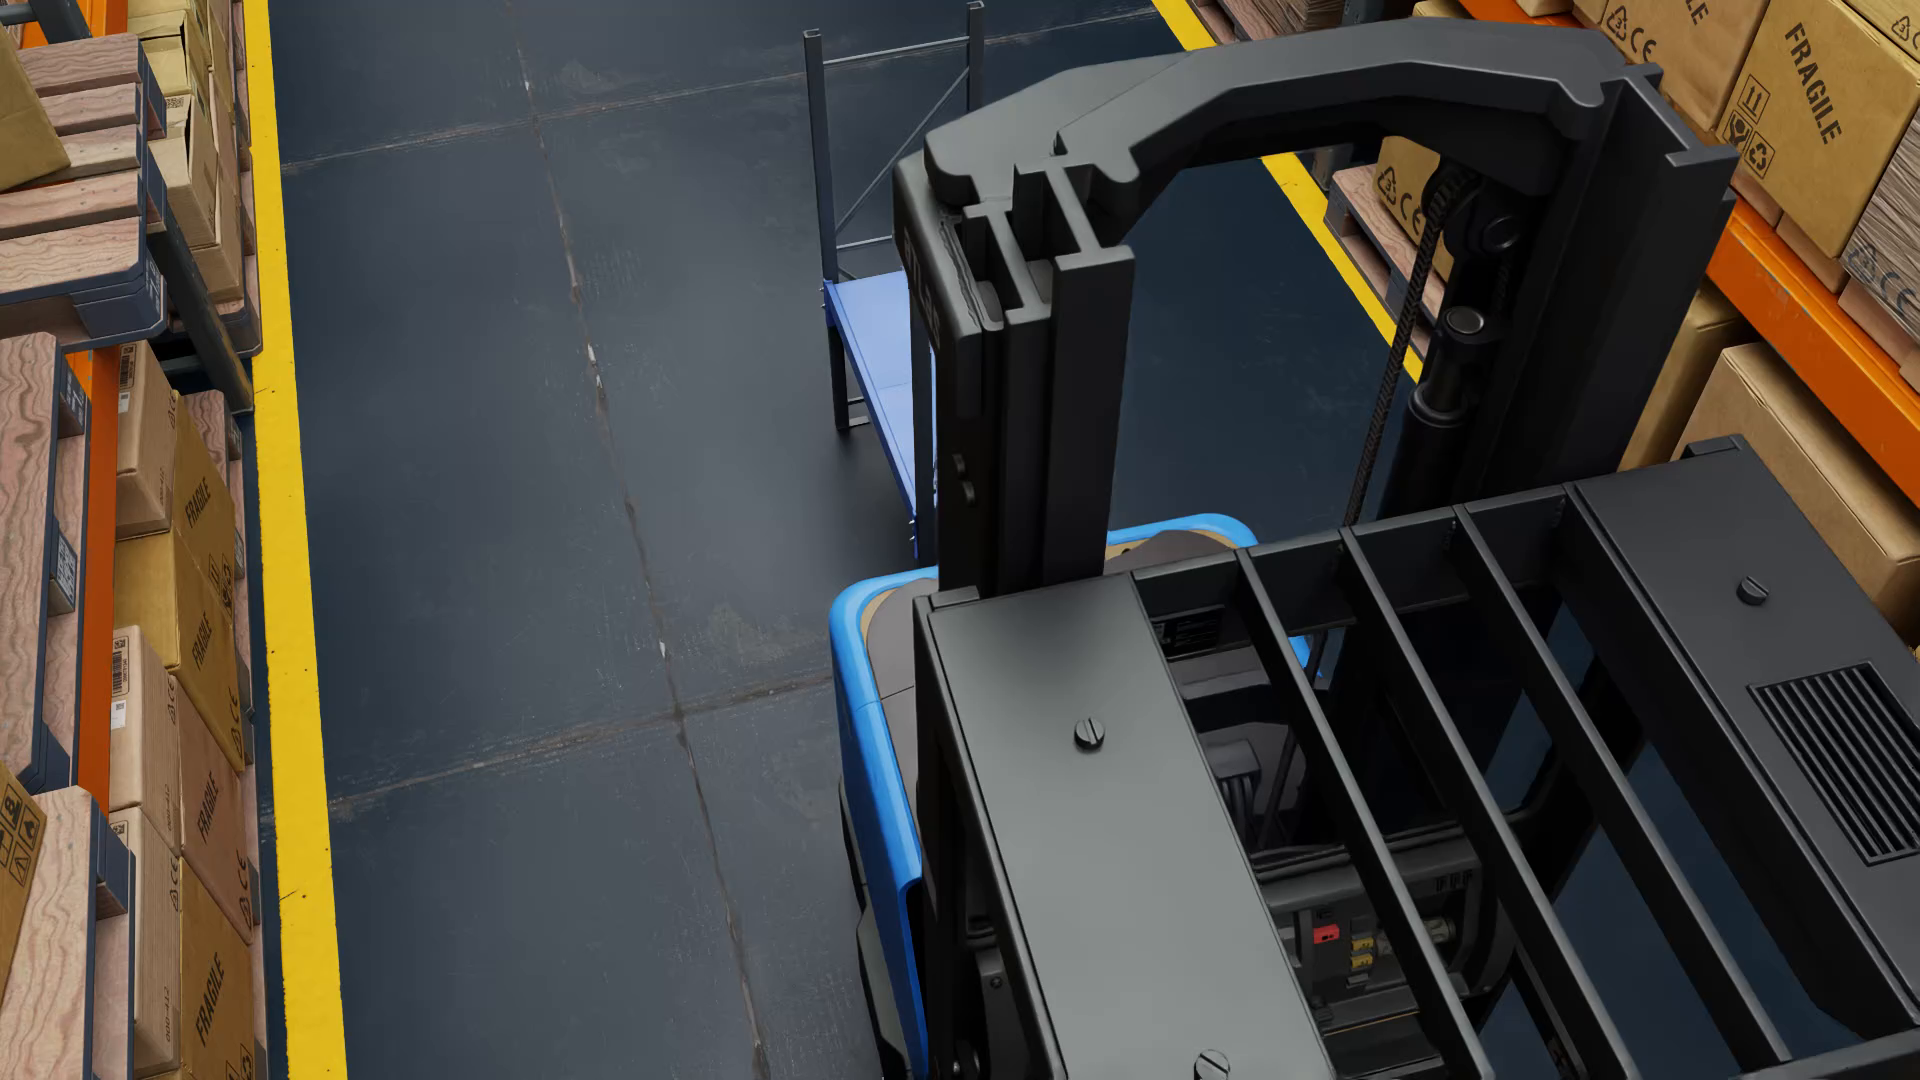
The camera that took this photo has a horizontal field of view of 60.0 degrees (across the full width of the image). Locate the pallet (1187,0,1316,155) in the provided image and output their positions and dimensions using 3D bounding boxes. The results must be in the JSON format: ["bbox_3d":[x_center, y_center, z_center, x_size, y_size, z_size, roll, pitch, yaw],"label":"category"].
[{"bbox_3d":[1.625,-2.123,6.901,1.003,0.211,1.213,-13,51,-11],"label":"pallet"}]

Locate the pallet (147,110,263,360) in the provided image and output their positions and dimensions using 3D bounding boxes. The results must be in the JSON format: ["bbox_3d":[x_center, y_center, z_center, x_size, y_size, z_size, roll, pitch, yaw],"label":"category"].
[{"bbox_3d":[-3.083,-1.039,5.988,1.003,0.211,1.213,-13,51,-11],"label":"pallet"}]

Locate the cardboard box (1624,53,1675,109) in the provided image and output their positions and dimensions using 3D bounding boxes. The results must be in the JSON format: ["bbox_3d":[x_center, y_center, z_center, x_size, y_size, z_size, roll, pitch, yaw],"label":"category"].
[{"bbox_3d":[2.072,-1.340,4.569,0.380,0.149,0.250,-12,51,-10],"label":"cardboard box"}]

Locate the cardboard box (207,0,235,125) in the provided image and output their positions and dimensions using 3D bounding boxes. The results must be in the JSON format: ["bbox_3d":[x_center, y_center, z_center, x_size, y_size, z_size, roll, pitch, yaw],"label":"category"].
[{"bbox_3d":[-3.060,-1.771,6.305,0.500,0.250,0.500,-15,51,-12],"label":"cardboard box"}]

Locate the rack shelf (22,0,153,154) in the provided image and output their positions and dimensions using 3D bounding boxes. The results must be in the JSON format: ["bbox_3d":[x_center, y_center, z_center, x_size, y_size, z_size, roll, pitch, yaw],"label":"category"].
[{"bbox_3d":[-3.468,-2.556,5.914,1.077,0.370,4.000,-13,51,-11],"label":"rack shelf"}]

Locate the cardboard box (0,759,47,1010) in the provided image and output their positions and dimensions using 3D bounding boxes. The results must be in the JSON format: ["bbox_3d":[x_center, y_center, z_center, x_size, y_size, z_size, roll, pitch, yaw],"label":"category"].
[{"bbox_3d":[-1.884,0.542,2.491,0.700,0.500,0.500,-6,50,-5],"label":"cardboard box"}]

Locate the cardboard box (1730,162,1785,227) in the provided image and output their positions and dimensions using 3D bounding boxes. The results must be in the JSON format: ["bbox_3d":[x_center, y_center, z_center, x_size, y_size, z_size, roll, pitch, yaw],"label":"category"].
[{"bbox_3d":[2.194,-0.965,4.253,0.380,0.149,0.250,-13,51,-11],"label":"cardboard box"}]

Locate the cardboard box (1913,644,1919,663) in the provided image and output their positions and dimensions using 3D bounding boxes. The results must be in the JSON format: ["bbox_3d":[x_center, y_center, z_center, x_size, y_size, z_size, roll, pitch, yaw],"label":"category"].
[{"bbox_3d":[2.721,0.583,3.928,0.750,0.750,0.750,-13,51,-11],"label":"cardboard box"}]

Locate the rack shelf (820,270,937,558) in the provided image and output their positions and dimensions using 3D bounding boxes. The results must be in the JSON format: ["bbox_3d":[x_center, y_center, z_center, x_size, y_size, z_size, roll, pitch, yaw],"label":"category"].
[{"bbox_3d":[-0.025,-0.430,4.867,0.538,0.185,1.000,-13,51,-11],"label":"rack shelf"}]

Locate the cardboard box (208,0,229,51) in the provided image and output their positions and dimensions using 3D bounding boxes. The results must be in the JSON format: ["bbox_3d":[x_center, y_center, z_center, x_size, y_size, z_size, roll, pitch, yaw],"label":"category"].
[{"bbox_3d":[-3.211,-2.145,6.621,0.500,0.250,0.500,-12,51,-10],"label":"cardboard box"}]

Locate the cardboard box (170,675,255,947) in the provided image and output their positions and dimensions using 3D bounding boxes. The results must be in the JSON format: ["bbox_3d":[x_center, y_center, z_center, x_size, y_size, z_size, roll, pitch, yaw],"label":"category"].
[{"bbox_3d":[-2.062,0.726,4.023,0.500,0.500,0.500,-15,52,-12],"label":"cardboard box"}]

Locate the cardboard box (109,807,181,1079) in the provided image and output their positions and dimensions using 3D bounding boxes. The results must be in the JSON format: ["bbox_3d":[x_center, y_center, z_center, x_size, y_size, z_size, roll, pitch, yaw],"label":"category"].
[{"bbox_3d":[-1.900,0.877,3.405,0.500,0.250,0.500,-13,51,-11],"label":"cardboard box"}]

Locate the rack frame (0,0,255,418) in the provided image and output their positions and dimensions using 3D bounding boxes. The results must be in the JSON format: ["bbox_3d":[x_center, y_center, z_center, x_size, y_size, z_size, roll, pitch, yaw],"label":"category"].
[{"bbox_3d":[-2.877,-1.328,4.407,1.000,3.000,0.127,-13,51,-11],"label":"rack frame"}]

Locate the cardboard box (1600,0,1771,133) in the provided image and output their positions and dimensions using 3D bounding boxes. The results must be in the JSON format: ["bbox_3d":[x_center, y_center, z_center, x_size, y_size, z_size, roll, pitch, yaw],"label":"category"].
[{"bbox_3d":[2.045,-1.425,4.216,0.500,0.500,0.500,-14,51,-11],"label":"cardboard box"}]

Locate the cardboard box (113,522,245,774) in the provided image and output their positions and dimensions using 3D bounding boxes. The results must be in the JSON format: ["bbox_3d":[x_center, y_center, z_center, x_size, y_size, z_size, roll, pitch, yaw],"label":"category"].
[{"bbox_3d":[-2.223,0.344,4.345,0.500,0.500,0.500,-15,51,-12],"label":"cardboard box"}]

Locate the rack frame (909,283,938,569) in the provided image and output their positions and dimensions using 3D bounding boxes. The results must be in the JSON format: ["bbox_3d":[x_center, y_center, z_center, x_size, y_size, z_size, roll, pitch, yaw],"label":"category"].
[{"bbox_3d":[0.125,-0.174,4.416,0.500,1.500,0.032,-13,51,-11],"label":"rack frame"}]

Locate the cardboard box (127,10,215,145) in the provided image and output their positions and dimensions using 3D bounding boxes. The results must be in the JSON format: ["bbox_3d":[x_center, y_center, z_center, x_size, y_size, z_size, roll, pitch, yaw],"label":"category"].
[{"bbox_3d":[-2.914,-1.588,5.784,0.500,0.311,0.500,-14,51,-12],"label":"cardboard box"}]

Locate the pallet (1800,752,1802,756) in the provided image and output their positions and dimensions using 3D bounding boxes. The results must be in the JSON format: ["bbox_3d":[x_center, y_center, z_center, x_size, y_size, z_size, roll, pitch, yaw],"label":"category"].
[{"bbox_3d":[2.737,0.823,4.418,1.003,0.211,1.213,-13,51,-11],"label":"pallet"}]

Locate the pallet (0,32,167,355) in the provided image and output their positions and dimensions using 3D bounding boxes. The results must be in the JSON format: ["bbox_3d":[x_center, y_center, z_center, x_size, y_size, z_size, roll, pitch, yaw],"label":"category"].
[{"bbox_3d":[-2.609,-0.787,4.077,1.213,0.211,1.003,-13,51,-11],"label":"pallet"}]

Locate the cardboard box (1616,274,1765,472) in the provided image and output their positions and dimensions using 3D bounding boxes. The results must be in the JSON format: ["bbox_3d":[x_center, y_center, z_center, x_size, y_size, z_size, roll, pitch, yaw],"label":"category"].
[{"bbox_3d":[2.199,-0.685,4.997,0.750,0.750,0.750,-14,51,-11],"label":"cardboard box"}]

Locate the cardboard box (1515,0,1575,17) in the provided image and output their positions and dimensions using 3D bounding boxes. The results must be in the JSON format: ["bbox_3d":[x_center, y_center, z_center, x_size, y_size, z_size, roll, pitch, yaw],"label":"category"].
[{"bbox_3d":[1.794,-1.684,4.859,0.380,0.149,0.250,-12,51,-10],"label":"cardboard box"}]

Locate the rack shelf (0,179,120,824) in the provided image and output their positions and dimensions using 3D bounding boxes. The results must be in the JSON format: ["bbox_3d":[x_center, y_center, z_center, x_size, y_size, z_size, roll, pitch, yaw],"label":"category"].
[{"bbox_3d":[-2.285,0.365,3.451,1.077,0.370,4.000,-13,51,-11],"label":"rack shelf"}]

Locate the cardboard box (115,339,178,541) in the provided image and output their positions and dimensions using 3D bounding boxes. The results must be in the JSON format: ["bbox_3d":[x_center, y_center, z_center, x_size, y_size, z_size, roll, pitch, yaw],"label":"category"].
[{"bbox_3d":[-2.355,-0.235,4.343,0.500,0.250,0.500,-12,51,-10],"label":"cardboard box"}]

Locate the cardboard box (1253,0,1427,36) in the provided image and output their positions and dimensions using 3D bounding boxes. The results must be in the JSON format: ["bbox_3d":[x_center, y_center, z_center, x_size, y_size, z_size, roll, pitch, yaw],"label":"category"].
[{"bbox_3d":[1.592,-2.301,6.575,0.700,0.500,0.500,-13,51,-10],"label":"cardboard box"}]

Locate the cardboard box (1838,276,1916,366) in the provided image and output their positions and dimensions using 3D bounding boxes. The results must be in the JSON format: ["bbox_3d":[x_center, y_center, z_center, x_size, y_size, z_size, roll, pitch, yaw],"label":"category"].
[{"bbox_3d":[2.333,-0.575,3.924,0.380,0.149,0.250,-15,51,-12],"label":"cardboard box"}]

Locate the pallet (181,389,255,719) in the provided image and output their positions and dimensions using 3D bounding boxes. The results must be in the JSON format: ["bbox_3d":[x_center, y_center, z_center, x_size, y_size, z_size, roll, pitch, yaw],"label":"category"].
[{"bbox_3d":[-2.692,0.125,5.007,1.003,0.211,1.213,-13,51,-11],"label":"pallet"}]

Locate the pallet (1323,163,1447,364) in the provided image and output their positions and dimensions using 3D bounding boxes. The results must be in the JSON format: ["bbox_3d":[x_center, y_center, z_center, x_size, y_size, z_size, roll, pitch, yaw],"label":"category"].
[{"bbox_3d":[2.016,-0.959,5.920,1.003,0.211,1.213,-13,51,-11],"label":"pallet"}]

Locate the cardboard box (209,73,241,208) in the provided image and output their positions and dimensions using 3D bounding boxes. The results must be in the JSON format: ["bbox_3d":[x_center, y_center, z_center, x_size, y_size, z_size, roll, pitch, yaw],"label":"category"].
[{"bbox_3d":[-2.900,-1.393,5.986,0.500,0.250,0.500,-15,51,-12],"label":"cardboard box"}]

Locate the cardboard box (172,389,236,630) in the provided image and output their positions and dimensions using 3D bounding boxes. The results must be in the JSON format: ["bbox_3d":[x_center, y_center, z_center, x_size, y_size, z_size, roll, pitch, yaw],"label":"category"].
[{"bbox_3d":[-2.376,-0.034,4.664,0.500,0.500,0.500,-12,51,-10],"label":"cardboard box"}]

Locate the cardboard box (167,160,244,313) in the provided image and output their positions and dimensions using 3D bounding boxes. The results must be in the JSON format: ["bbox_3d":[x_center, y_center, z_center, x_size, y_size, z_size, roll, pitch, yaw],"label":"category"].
[{"bbox_3d":[-2.751,-1.026,5.676,0.500,0.250,0.500,-13,51,-11],"label":"cardboard box"}]

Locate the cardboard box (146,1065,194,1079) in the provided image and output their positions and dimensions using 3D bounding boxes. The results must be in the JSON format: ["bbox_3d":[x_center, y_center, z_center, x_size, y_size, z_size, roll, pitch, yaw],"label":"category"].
[{"bbox_3d":[-1.772,1.462,3.403,0.500,0.500,0.500,-13,51,-10],"label":"cardboard box"}]

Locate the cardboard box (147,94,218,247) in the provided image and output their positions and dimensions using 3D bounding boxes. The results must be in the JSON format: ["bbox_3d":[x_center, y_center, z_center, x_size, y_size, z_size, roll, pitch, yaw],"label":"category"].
[{"bbox_3d":[-2.751,-1.206,5.462,0.500,0.311,0.500,-12,51,-10],"label":"cardboard box"}]

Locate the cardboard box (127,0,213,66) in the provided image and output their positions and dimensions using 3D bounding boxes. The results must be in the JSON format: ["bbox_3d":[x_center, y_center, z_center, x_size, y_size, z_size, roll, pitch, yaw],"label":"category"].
[{"bbox_3d":[-3.063,-1.961,6.098,0.500,0.311,0.500,-15,51,-12],"label":"cardboard box"}]

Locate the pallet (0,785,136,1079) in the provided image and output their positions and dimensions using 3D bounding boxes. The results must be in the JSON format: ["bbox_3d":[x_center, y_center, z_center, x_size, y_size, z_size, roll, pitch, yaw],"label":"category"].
[{"bbox_3d":[-1.826,1.047,2.531,1.003,0.211,1.213,-13,51,-11],"label":"pallet"}]

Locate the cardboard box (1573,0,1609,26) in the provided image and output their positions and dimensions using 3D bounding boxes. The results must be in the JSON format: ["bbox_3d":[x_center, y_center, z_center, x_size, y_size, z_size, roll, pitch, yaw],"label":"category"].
[{"bbox_3d":[1.900,-1.788,4.522,0.500,0.500,0.500,-12,51,-10],"label":"cardboard box"}]

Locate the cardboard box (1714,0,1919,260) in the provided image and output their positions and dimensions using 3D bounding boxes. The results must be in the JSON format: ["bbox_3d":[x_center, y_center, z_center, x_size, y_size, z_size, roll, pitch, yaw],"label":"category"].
[{"bbox_3d":[2.207,-1.046,3.897,0.500,0.500,0.500,-12,51,-10],"label":"cardboard box"}]

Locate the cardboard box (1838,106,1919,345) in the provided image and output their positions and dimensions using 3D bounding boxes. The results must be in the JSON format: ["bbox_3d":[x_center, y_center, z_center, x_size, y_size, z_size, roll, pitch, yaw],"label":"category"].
[{"bbox_3d":[2.359,-0.683,3.591,0.500,0.500,0.500,-13,51,-11],"label":"cardboard box"}]

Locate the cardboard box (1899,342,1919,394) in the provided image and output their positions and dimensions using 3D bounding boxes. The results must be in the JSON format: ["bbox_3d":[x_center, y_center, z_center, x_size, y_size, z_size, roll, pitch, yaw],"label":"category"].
[{"bbox_3d":[2.393,-0.389,3.767,0.380,0.149,0.250,-13,51,-11],"label":"cardboard box"}]

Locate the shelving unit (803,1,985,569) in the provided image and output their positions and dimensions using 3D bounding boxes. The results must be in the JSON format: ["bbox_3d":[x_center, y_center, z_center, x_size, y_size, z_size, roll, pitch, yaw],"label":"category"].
[{"bbox_3d":[-0.025,-0.546,4.729,0.538,1.500,1.048,-13,51,-11],"label":"shelving unit"}]

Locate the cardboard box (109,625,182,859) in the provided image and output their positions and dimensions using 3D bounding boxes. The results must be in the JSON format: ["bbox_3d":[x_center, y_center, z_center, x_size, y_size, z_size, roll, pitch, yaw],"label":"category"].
[{"bbox_3d":[-2.049,0.511,3.714,0.500,0.250,0.500,-14,51,-12],"label":"cardboard box"}]

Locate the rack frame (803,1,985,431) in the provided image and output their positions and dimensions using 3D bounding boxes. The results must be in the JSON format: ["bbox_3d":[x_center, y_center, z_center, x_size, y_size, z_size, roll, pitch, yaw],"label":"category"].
[{"bbox_3d":[-0.176,-0.917,5.042,0.500,1.500,0.032,-13,51,-11],"label":"rack frame"}]

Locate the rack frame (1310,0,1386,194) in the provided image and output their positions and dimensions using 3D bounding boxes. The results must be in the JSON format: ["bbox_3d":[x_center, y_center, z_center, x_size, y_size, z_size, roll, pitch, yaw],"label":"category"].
[{"bbox_3d":[1.854,-2.450,5.354,1.000,3.000,0.127,-13,51,-11],"label":"rack frame"}]

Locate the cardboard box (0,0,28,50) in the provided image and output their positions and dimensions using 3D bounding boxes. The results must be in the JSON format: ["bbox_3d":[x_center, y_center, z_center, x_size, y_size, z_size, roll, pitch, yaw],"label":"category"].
[{"bbox_3d":[-2.942,-1.574,4.674,0.500,0.311,0.500,-10,51,-9],"label":"cardboard box"}]

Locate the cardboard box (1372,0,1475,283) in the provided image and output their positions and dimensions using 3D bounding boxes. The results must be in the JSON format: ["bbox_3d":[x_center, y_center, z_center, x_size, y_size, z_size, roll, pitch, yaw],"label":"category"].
[{"bbox_3d":[1.947,-1.326,5.537,0.750,0.750,0.750,-14,51,-11],"label":"cardboard box"}]

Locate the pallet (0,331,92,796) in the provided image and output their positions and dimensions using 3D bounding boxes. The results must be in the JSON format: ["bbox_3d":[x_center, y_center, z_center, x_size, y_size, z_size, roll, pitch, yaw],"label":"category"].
[{"bbox_3d":[-2.297,0.154,3.284,1.003,0.211,1.213,-13,51,-11],"label":"pallet"}]

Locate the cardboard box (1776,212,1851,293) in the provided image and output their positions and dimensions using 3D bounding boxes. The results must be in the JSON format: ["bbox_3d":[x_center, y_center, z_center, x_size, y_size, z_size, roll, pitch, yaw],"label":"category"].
[{"bbox_3d":[2.265,-0.772,4.090,0.380,0.149,0.250,-12,51,-10],"label":"cardboard box"}]

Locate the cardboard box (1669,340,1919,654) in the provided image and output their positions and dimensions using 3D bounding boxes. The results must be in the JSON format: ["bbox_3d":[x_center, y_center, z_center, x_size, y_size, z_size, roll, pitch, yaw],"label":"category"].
[{"bbox_3d":[2.455,-0.065,4.474,0.750,0.750,0.750,-12,51,-10],"label":"cardboard box"}]

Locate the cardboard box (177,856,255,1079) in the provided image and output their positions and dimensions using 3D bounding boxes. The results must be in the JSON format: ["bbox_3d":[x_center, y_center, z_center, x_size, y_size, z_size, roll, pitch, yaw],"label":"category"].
[{"bbox_3d":[-1.913,1.096,3.712,0.500,0.500,0.500,-13,51,-11],"label":"cardboard box"}]

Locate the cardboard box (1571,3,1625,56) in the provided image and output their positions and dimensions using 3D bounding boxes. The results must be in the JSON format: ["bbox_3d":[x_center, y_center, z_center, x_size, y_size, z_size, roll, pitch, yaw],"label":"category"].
[{"bbox_3d":[1.987,-1.528,4.728,0.380,0.149,0.250,-14,51,-11],"label":"cardboard box"}]

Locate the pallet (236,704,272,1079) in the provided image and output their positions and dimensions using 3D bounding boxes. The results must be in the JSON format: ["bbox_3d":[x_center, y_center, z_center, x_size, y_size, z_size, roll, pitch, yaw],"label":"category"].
[{"bbox_3d":[-2.335,1.015,4.257,1.003,0.211,1.213,-13,51,-11],"label":"pallet"}]

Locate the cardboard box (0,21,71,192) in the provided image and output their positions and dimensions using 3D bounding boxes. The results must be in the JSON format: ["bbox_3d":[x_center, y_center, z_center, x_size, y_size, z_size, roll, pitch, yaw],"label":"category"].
[{"bbox_3d":[-2.583,-1.061,3.842,0.700,0.500,0.500,-30,56,-23],"label":"cardboard box"}]

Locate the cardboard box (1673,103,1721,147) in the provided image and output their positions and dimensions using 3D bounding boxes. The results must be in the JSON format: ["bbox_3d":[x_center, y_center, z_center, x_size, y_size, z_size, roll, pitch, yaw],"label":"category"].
[{"bbox_3d":[2.138,-1.150,4.408,0.380,0.149,0.250,-13,51,-10],"label":"cardboard box"}]

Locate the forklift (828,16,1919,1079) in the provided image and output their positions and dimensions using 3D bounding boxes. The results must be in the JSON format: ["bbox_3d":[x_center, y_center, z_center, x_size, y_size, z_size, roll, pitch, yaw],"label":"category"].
[{"bbox_3d":[0.544,0.854,2.613,1.130,2.935,3.031,-11,51,-9],"label":"forklift"}]

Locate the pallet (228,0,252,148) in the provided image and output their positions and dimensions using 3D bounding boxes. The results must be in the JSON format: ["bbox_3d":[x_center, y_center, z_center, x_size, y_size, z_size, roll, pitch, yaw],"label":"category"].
[{"bbox_3d":[-3.440,-1.928,6.738,1.003,0.211,1.213,-13,51,-11],"label":"pallet"}]
